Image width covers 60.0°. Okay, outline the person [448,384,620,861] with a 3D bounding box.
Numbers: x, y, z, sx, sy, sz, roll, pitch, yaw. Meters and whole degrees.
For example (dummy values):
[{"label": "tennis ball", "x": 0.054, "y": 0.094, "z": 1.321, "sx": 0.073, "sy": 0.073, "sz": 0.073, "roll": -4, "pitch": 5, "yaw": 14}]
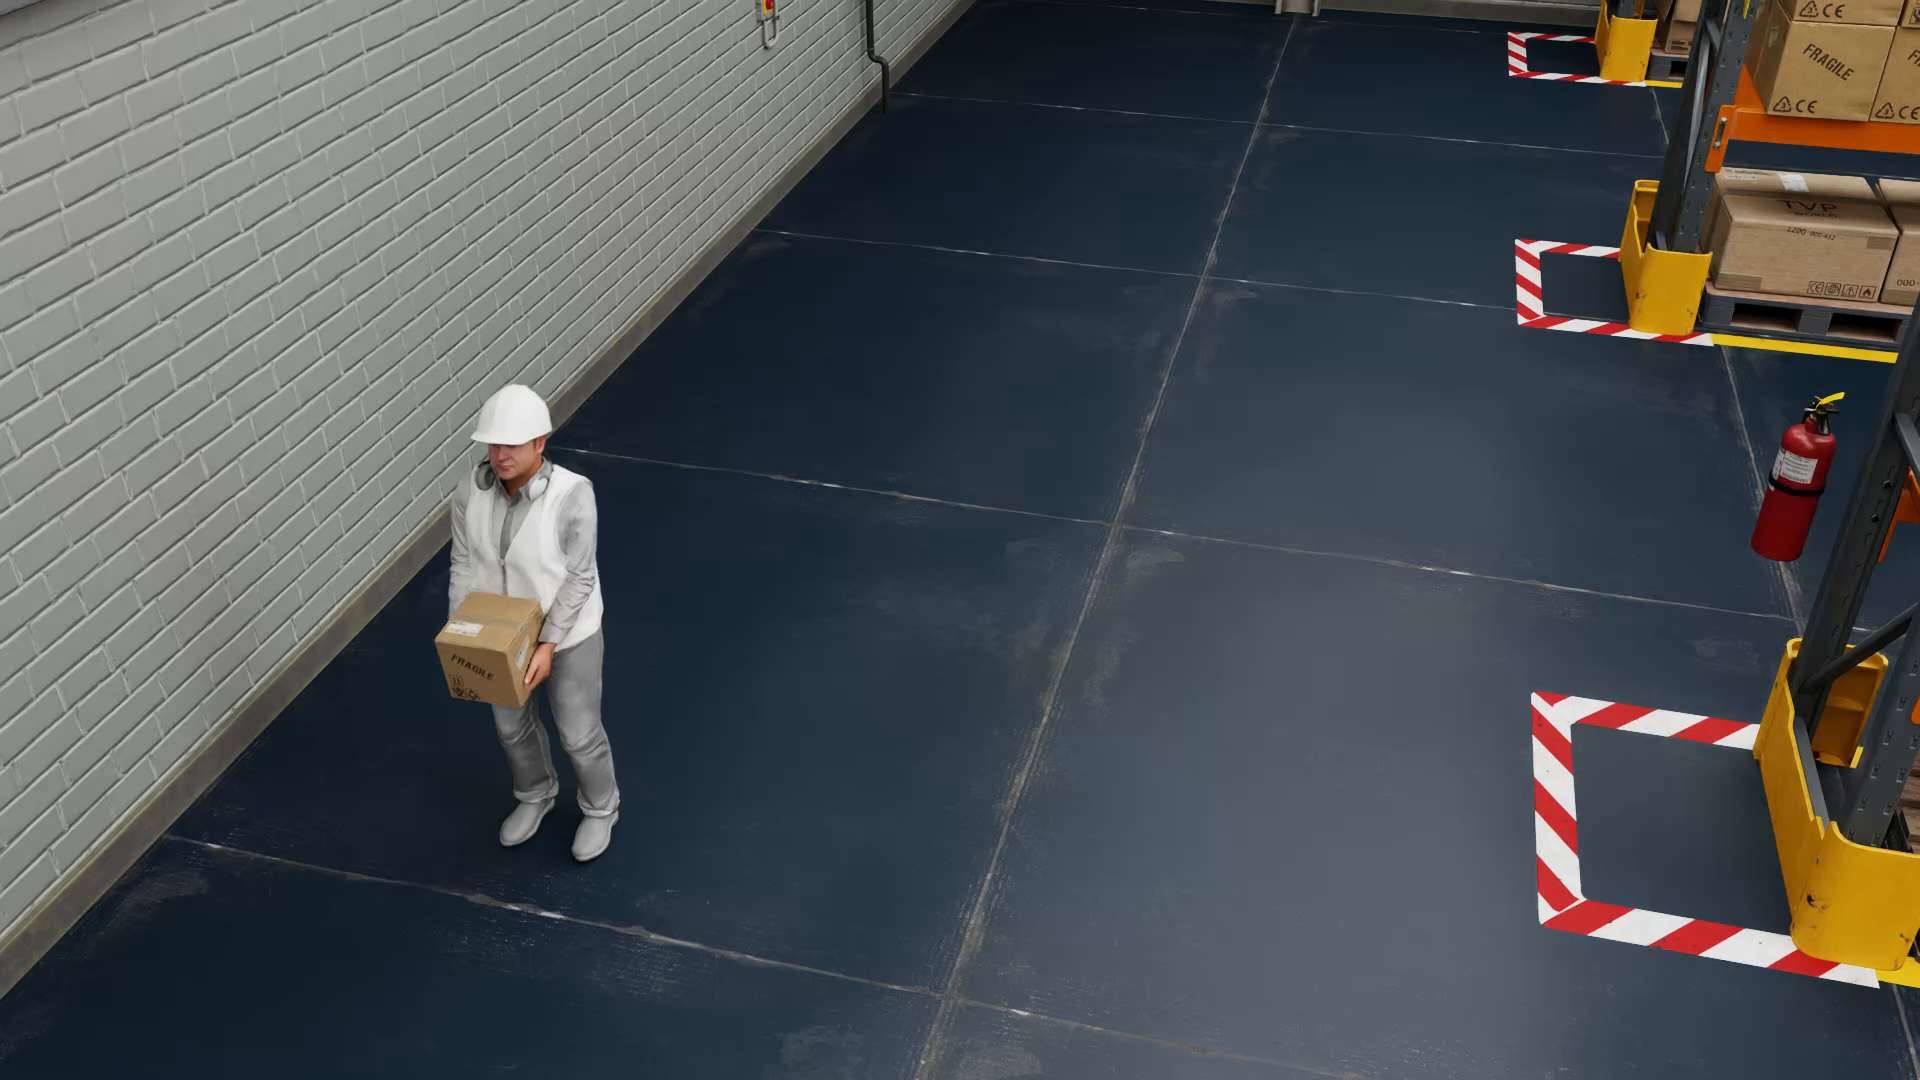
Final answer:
[{"label": "person", "x": -1.448, "y": 0.339, "z": 5.582, "sx": 0.514, "sy": 1.775, "sz": 0.542, "roll": 8, "pitch": 33, "yaw": 12}]
